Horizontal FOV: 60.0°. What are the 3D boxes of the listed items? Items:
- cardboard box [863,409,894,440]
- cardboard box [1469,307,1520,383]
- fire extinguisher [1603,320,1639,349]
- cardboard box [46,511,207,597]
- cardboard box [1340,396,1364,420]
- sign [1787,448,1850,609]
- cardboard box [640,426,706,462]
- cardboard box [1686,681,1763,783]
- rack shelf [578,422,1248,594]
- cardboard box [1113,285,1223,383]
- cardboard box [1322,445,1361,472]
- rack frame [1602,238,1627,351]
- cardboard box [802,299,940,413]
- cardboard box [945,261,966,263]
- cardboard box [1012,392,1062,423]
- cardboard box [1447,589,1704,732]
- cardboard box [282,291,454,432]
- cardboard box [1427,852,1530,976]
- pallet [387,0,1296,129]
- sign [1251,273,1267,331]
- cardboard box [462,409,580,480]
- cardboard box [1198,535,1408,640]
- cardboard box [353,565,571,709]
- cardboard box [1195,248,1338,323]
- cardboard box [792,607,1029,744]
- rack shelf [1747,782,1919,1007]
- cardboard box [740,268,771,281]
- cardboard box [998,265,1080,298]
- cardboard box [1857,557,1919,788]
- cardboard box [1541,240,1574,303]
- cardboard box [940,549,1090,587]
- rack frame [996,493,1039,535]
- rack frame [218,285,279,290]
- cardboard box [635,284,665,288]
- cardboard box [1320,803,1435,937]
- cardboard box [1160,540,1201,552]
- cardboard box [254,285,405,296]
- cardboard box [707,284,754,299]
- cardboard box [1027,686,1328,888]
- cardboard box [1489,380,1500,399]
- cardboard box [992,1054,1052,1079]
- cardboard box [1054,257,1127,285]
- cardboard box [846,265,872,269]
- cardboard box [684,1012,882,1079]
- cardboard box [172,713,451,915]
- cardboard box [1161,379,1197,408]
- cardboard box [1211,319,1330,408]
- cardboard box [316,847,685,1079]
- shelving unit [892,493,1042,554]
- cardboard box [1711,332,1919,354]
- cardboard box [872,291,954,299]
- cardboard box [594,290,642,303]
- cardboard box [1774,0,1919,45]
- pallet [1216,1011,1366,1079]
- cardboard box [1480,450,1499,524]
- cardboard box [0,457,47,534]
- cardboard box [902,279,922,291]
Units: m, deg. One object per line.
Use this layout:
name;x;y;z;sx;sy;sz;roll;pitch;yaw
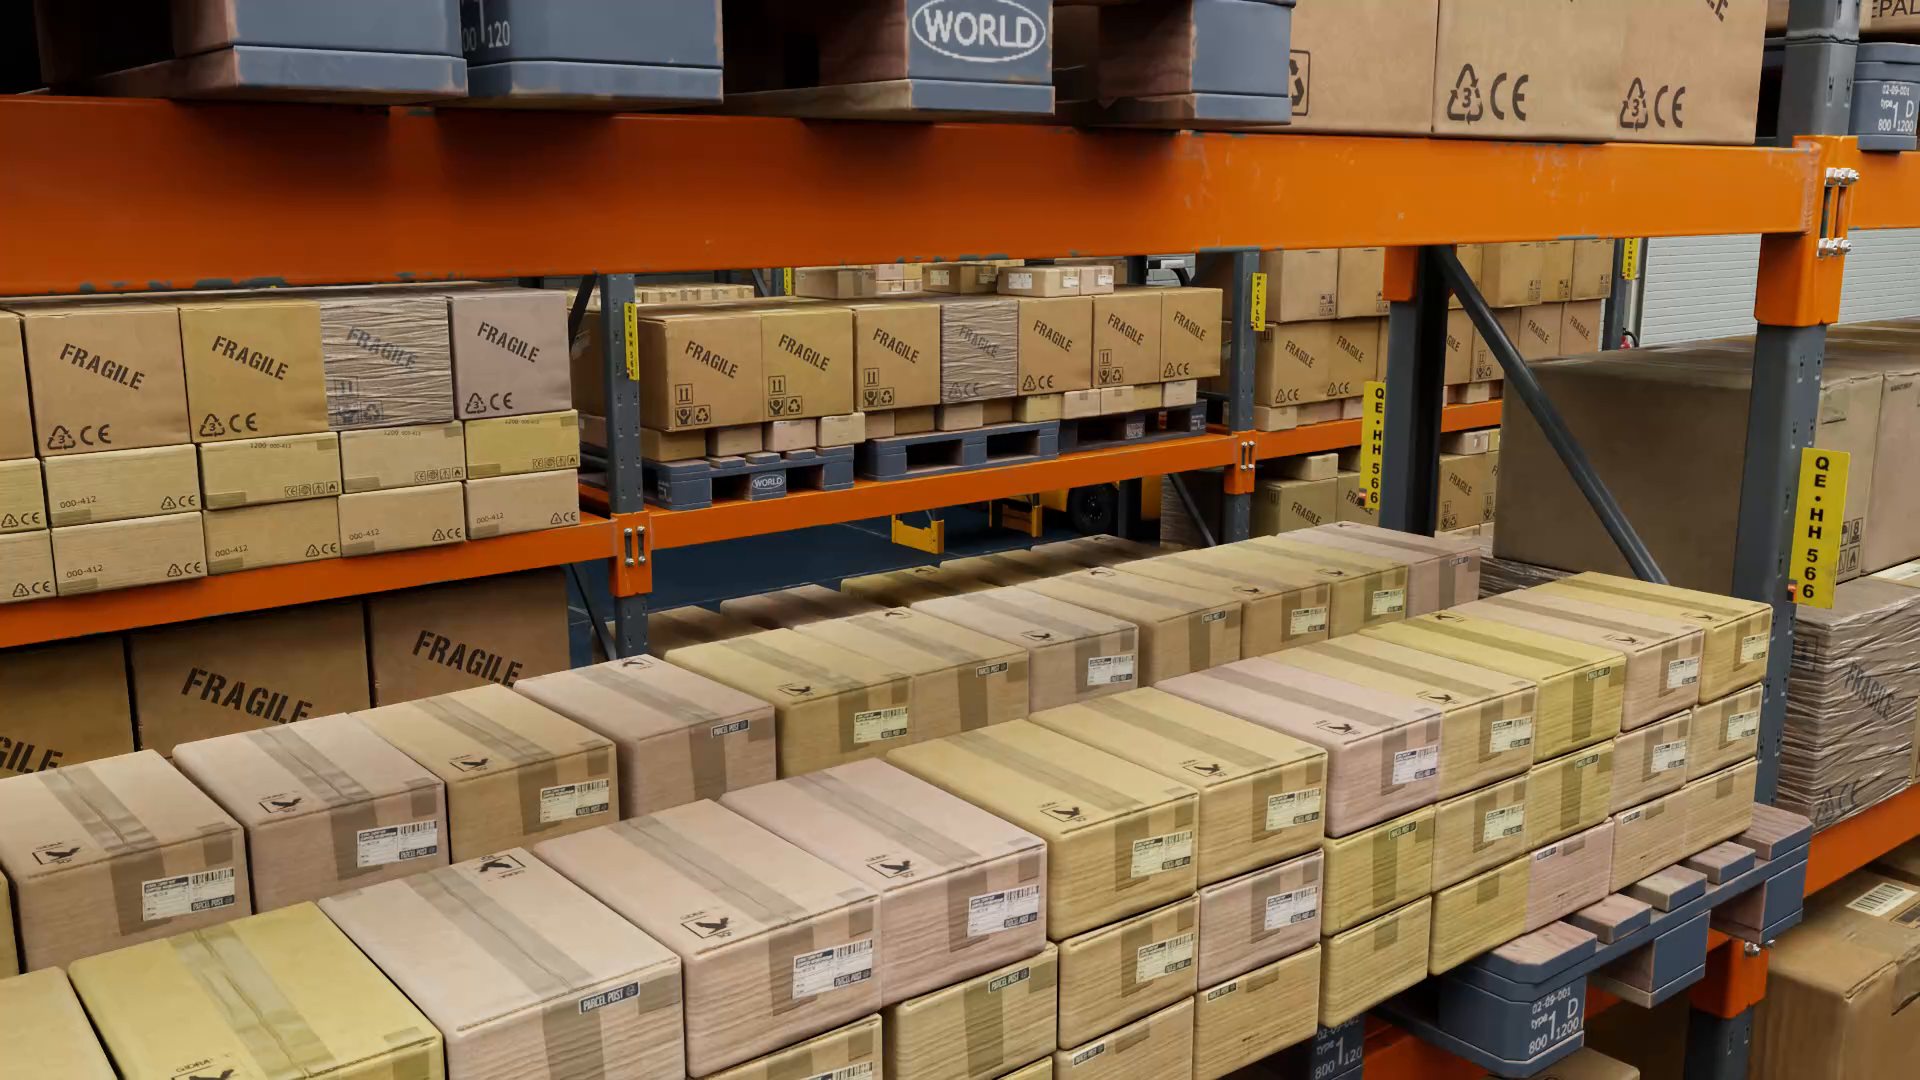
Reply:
cardboard box;-0.534;-0.603;8.340;0.250;0.149;0.380;-8;15;-34
cardboard box;3.453;-1.362;11.362;0.500;0.500;0.500;-10;15;-38
fire extinguisher;4.869;-1.313;12.277;0.183;0.674;0.296;-9;15;-38
cardboard box;-3.161;0.011;6.218;0.500;0.250;0.500;-10;15;-39
cardboard box;2.382;-0.865;10.585;0.250;0.149;0.380;-9;15;-36
sign;1.762;-0.024;3.423;0.005;0.325;0.100;-9;15;-38
cardboard box;-1.386;-0.467;7.702;0.250;0.149;0.380;-11;16;-41
cardboard box;1.314;0.327;3.245;0.250;0.149;0.380;-9;15;-37
rack shelf;-0.194;-0.280;8.960;4.000;0.370;1.077;-9;15;-38
cardboard box;1.151;-1.194;9.565;0.500;0.500;0.500;-10;15;-39
cardboard box;2.533;-0.543;10.704;0.250;0.149;0.380;-9;15;-35
rack frame;4.491;-1.411;12.551;0.127;3.000;1.000;-9;15;-38
cardboard box;-0.447;-0.932;8.330;0.500;0.500;0.500;-9;15;-37
cardboard box;-0.162;-2.417;14.769;0.250;0.149;0.380;-9;15;-37
cardboard box;0.333;-0.733;8.952;0.250;0.149;0.380;-9;15;-38
cardboard box;1.122;0.214;3.063;0.250;0.149;0.380;-10;15;-38
cardboard box;-2.391;-0.733;6.713;0.500;0.500;0.500;-9;15;-37
cardboard box;0.725;0.570;2.816;0.250;0.149;0.380;-10;15;-38
pallet;-0.351;-0.637;2.139;1.003;0.211;1.213;-9;15;-38
sign;1.717;-1.369;9.565;0.005;0.325;0.100;-9;15;-38
cardboard box;-1.975;-0.440;7.136;0.500;0.250;0.500;-10;15;-38
cardboard box;0.726;0.107;3.564;0.250;0.149;0.380;-10;16;-39
cardboard box;-2.347;0.537;7.481;0.875;0.875;0.875;-10;15;-38
cardboard box;1.847;-1.597;10.065;0.500;0.500;0.700;-10;15;-38
cardboard box;-0.092;0.243;2.925;0.250;0.149;0.380;-9;15;-36
rack shelf;2.977;0.509;5.240;4.000;0.370;1.077;-9;15;-38
cardboard box;-1.675;-2.299;14.213;0.250;0.149;0.380;-9;15;-38
cardboard box;0.419;-1.382;8.884;0.250;0.149;0.380;-10;16;-40
cardboard box;2.330;0.287;4.314;0.500;0.500;0.500;-10;15;-38
cardboard box;3.829;-1.928;11.624;0.500;0.500;0.700;-9;15;-37
cardboard box;0.401;0.350;9.572;0.625;0.372;0.950;-8;15;-34
rack frame;0.464;-0.811;13.336;0.032;1.500;0.500;-9;15;-38
rack frame;-4.859;-1.177;11.452;0.127;3.000;1.000;-9;15;-38
cardboard box;-2.582;-1.993;13.492;0.250;0.149;0.380;-9;15;-38
cardboard box;0.512;0.461;2.615;0.250;0.149;0.380;-10;15;-38
cardboard box;1.662;0.127;10.916;0.500;0.250;0.500;-9;15;-35
cardboard box;-2.675;-0.821;7.123;0.500;0.500;0.500;-9;15;-37
cardboard box;-1.864;-1.982;13.440;0.250;0.149;0.380;-9;15;-36
cardboard box;0.308;0.349;2.426;0.250;0.149;0.380;-9;15;-35
cardboard box;3.521;-1.075;11.576;0.250;0.149;0.380;-9;15;-37
cardboard box;-0.097;0.707;2.173;0.250;0.149;0.380;-10;15;-39
cardboard box;0.780;-1.605;9.938;0.250;0.149;0.380;-10;15;-38
cardboard box;-0.960;-2.284;14.147;0.250;0.149;0.380;-10;15;-39
cardboard box;-0.299;0.595;1.984;0.250;0.149;0.380;-9;15;-35
cardboard box;-0.899;0.376;2.296;0.250;0.149;0.380;-9;15;-38
cardboard box;1.139;-0.863;9.564;0.250;0.149;0.380;-9;15;-37
cardboard box;1.886;-1.098;10.122;0.500;0.500;0.500;-9;15;-38
cardboard box;-0.501;0.484;1.790;0.250;0.149;0.380;-10;15;-38
shelving unit;0.060;-0.744;13.020;1.083;1.500;0.587;-9;15;-38
cardboard box;2.566;-0.310;4.721;0.500;0.500;0.700;-10;15;-39
cardboard box;-0.357;-1.082;9.034;0.500;0.500;0.500;-10;16;-40
cardboard box;-2.644;-1.843;12.785;0.250;0.149;0.380;-10;16;-39
cardboard box;2.118;-1.319;3.862;0.500;0.311;0.500;-9;15;-38
pallet;-0.104;0.774;2.723;1.213;0.211;1.003;-9;15;-38
cardboard box;3.623;-0.424;11.705;0.500;0.500;0.500;-9;15;-36
cardboard box;-3.559;-0.170;5.864;0.500;0.250;0.500;-9;15;-37
cardboard box;-0.491;-2.187;14.406;0.250;0.149;0.380;-10;15;-38
